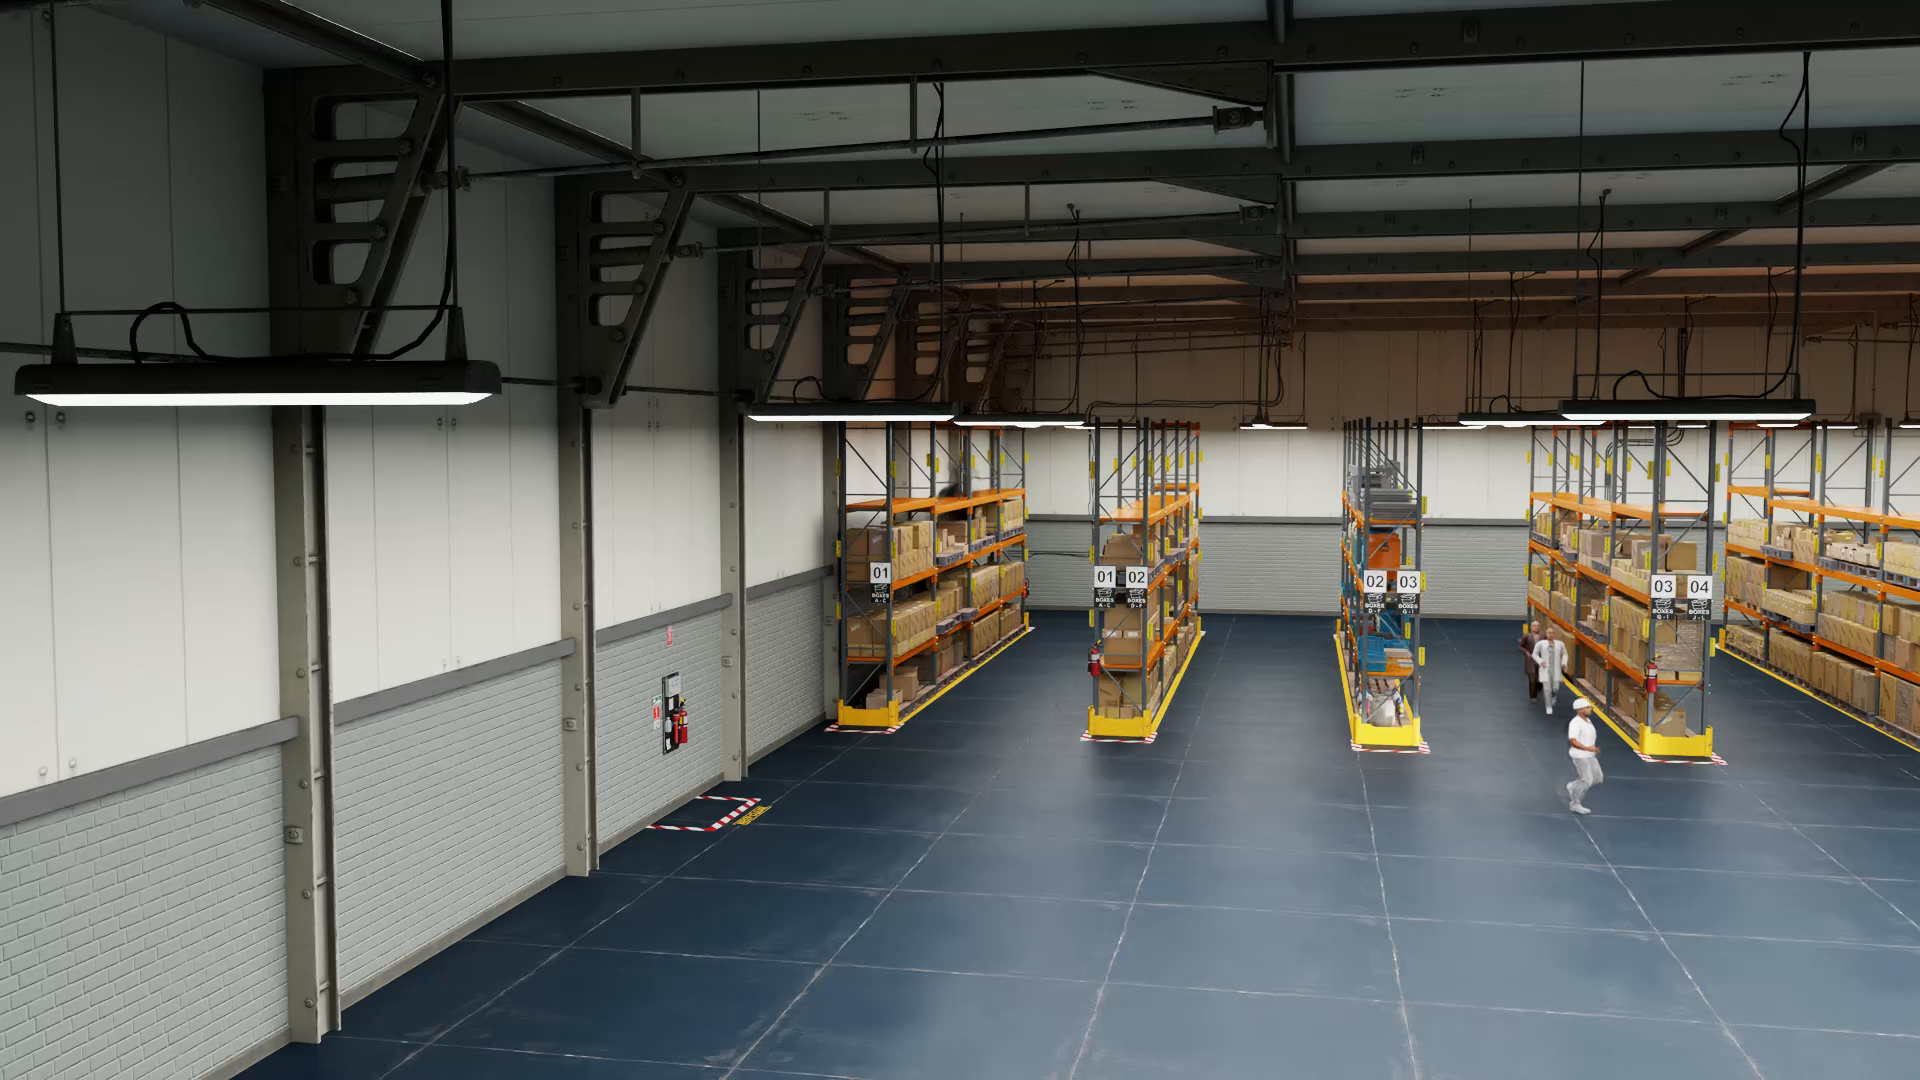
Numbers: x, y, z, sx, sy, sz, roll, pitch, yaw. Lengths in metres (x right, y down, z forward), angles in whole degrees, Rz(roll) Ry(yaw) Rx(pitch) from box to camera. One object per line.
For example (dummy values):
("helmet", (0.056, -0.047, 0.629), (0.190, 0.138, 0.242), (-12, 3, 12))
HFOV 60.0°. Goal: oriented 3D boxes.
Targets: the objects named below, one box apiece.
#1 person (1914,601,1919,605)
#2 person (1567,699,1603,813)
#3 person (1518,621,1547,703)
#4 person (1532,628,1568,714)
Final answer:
("person", (25.876, 2.038, 44.495), (0.643, 1.678, 0.722), (1, 4, 16))
("person", (9.387, 3.240, 24.994), (0.579, 1.723, 0.698), (3, 5, 39))
("person", (12.135, 2.577, 35.043), (0.703, 1.728, 0.654), (1, 4, 10))
("person", (12.041, 2.663, 33.932), (0.711, 1.735, 0.637), (1, 4, 12))
